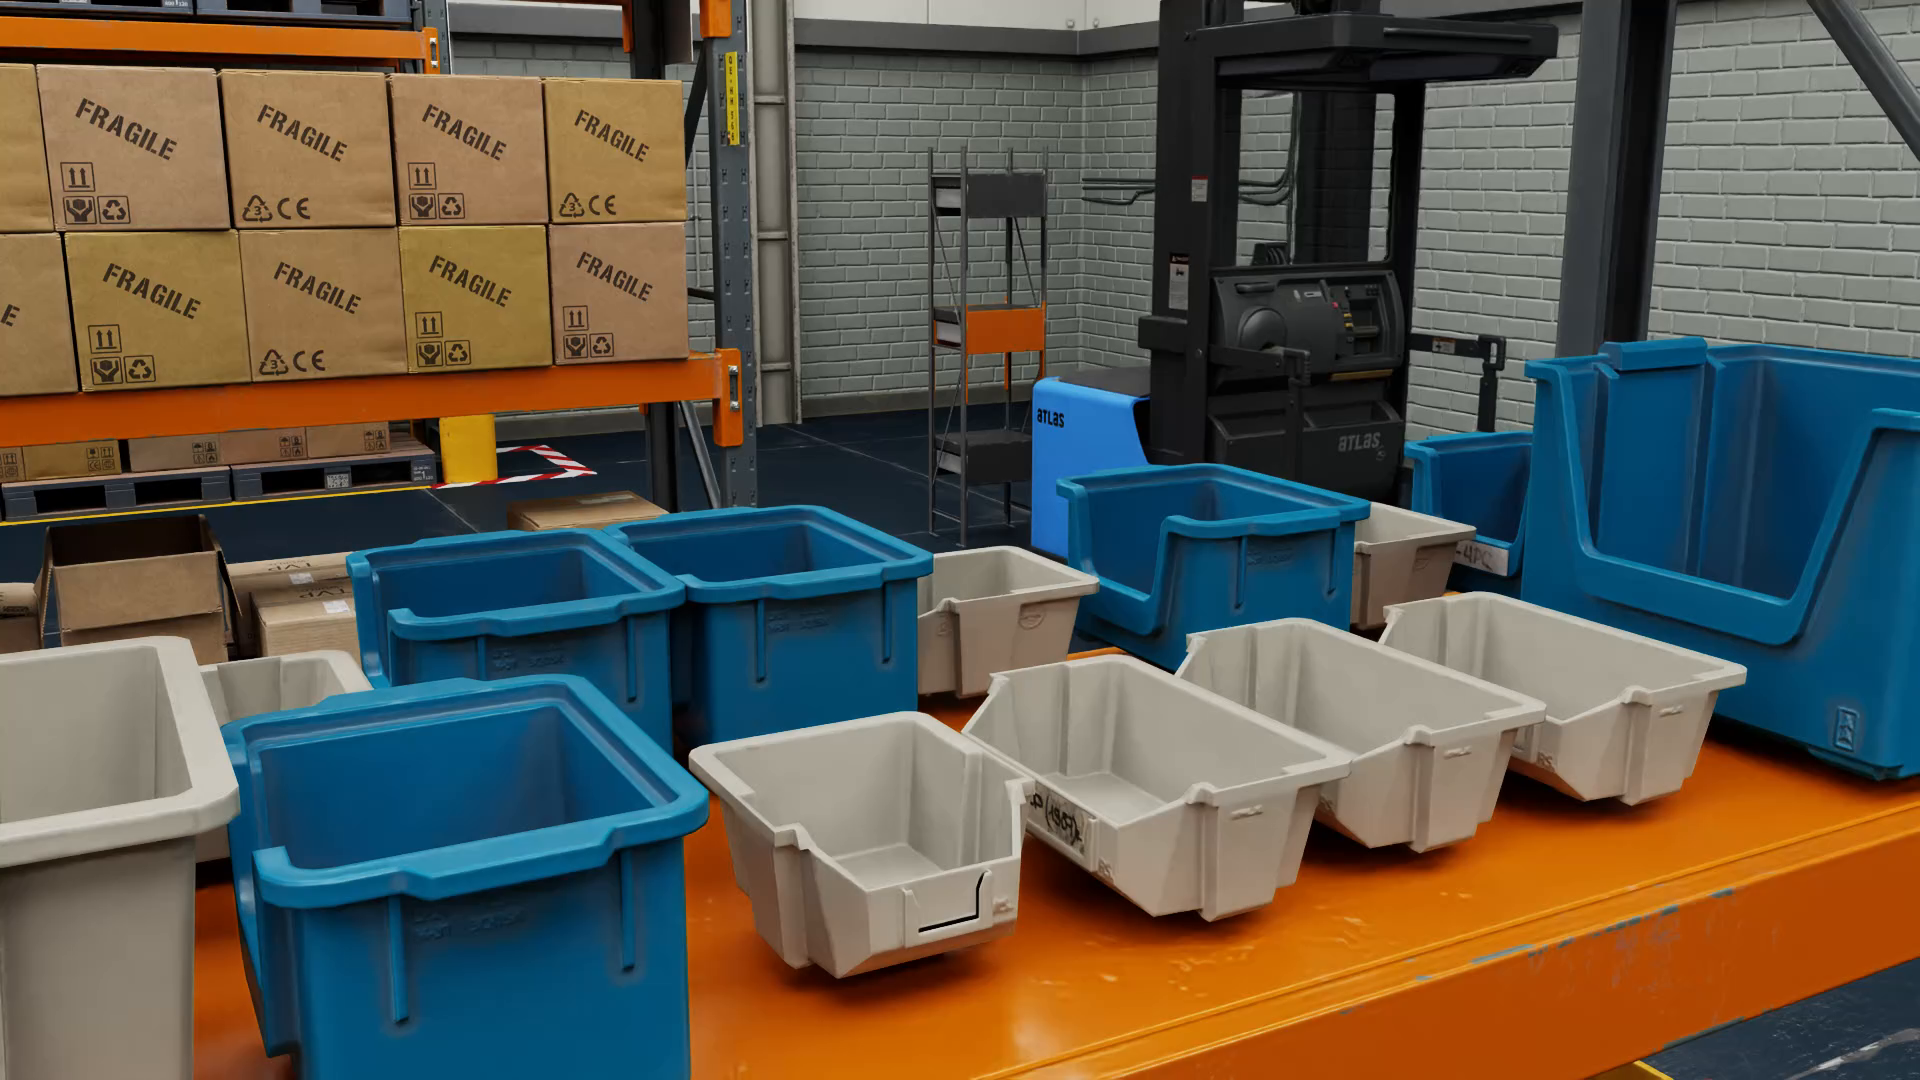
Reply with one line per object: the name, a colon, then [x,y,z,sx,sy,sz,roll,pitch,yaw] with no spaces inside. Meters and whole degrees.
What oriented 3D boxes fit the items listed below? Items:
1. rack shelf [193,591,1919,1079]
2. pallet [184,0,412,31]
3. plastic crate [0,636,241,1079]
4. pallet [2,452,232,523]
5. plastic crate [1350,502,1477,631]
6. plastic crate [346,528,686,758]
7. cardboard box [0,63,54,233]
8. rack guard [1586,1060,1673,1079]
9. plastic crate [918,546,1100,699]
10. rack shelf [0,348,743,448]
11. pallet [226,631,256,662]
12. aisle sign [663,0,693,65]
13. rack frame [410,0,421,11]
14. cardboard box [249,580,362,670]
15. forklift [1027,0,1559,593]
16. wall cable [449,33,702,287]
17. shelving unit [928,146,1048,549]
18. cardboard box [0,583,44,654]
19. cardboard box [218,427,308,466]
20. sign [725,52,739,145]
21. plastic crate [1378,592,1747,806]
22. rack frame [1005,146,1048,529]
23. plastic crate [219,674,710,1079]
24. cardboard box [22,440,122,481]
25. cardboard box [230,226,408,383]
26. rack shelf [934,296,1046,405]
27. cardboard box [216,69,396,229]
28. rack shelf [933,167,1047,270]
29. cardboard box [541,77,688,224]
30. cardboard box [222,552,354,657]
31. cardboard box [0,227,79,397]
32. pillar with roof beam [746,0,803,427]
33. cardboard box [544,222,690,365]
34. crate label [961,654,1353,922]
rack shelf: [-0.461,0.523,1.592,4.000,0.370,1.077,-7,14,-28]
pallet: [-4.099,-3.288,10.256,1.213,0.211,1.003,-7,14,-28]
plastic crate: [-0.788,0.286,1.140,0.530,0.282,0.437,-7,14,-28]
pallet: [-5.187,-0.360,10.230,1.213,0.211,1.003,-7,14,-28]
plastic crate: [0.598,0.041,2.557,0.298,0.136,0.250,-7,14,-28]
plastic crate: [-0.499,0.147,1.870,0.300,0.233,0.416,-7,14,-28]
cardboard box: [-3.134,-1.213,5.161,0.500,0.500,0.500,-7,15,-30]
rack guard: [1.309,1.176,2.744,0.348,0.500,1.175,-7,14,-28]
plastic crate: [0.003,0.113,2.240,0.298,0.136,0.250,-7,14,-28]
rack shelf: [-2.832,-0.432,5.835,4.000,0.370,1.077,-7,14,-28]
pallet: [-2.912,0.587,6.022,1.213,0.211,1.003,-7,14,-28]
aisle sign: [-1.157,-2.325,6.689,0.004,0.787,0.394,-7,14,-28]
rack frame: [-3.453,-4.874,10.273,0.127,3.000,1.000,-7,14,-28]
cardboard box: [-2.283,0.332,6.061,0.500,0.250,0.500,-7,14,-28]
forklift: [1.491,-0.885,6.364,1.130,2.935,3.031,-7,15,-30]
wall cable: [-2.782,-2.760,12.228,1.851,1.984,0.084,-7,14,-28]
shelving unit: [0.145,-1.042,8.956,0.503,2.100,0.431,-7,14,-28]
cardboard box: [-3.564,0.331,5.928,0.500,0.311,0.500,-7,14,-28]
cardboard box: [-4.458,-0.787,10.513,0.500,0.500,0.700,-7,14,-28]
sign: [-0.828,-1.603,6.045,0.005,0.325,0.100,-7,14,-28]
plastic crate: [0.665,0.182,1.934,0.243,0.136,0.396,-7,14,-28]
rack frame: [0.359,-1.067,9.070,0.015,2.100,0.400,-7,14,-28]
plastic crate: [-0.386,0.280,1.280,0.300,0.233,0.416,-7,14,-28]
cardboard box: [-5.364,-0.677,10.022,0.500,0.500,0.700,-6,14,-27]
cardboard box: [-2.233,-0.836,5.764,0.500,0.500,0.500,-7,14,-27]
rack shelf: [0.145,-1.028,8.959,0.480,0.518,0.431,-7,14,-28]
cardboard box: [-2.231,-1.321,5.643,0.500,0.500,0.500,-6,14,-26]
rack shelf: [0.145,-1.711,8.805,0.480,0.518,0.431,-7,14,-28]
cardboard box: [-1.335,-1.430,6.127,0.500,0.500,0.500,-7,14,-28]
cardboard box: [-2.567,0.241,6.466,0.500,0.250,0.500,-7,14,-28]
cardboard box: [-3.121,-0.729,5.289,0.500,0.500,0.500,-7,14,-28]
pillar with roof beam: [0.565,-4.495,8.589,0.400,9.000,9.100,-7,14,-28]
cardboard box: [-1.339,-0.943,6.238,0.500,0.500,0.500,-6,14,-26]
crate label: [0.171,0.243,1.660,0.243,0.136,0.396,-7,14,-28]
